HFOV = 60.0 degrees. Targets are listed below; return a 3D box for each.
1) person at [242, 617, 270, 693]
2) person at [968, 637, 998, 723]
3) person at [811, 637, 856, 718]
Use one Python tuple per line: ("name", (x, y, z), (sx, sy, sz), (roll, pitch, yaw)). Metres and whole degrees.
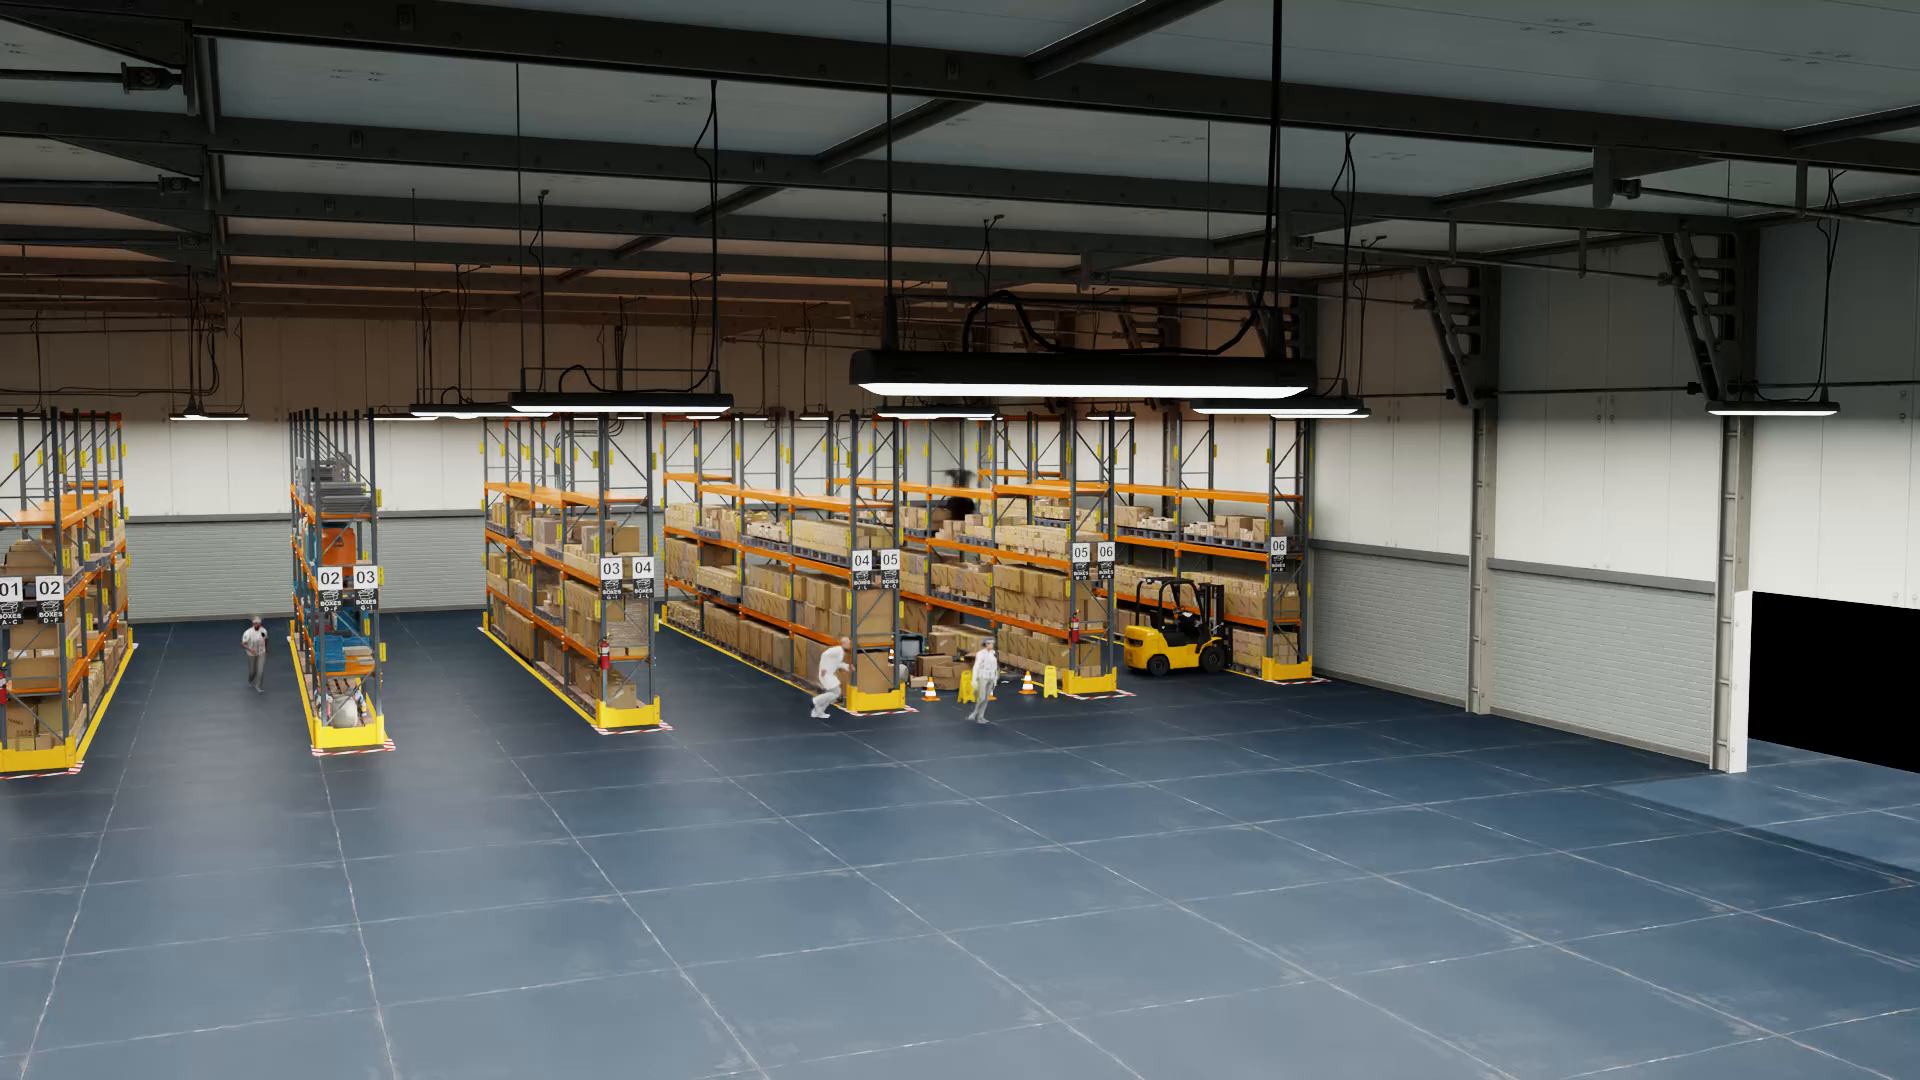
("person", (-15.047, 2.430, 35.528), (0.570, 1.640, 0.723), (-3, 5, -32))
("person", (0.465, 2.662, 31.691), (0.564, 1.657, 0.432), (-3, 5, -35))
("person", (-2.464, 2.672, 32.204), (0.883, 1.598, 0.740), (1, 4, 8))
